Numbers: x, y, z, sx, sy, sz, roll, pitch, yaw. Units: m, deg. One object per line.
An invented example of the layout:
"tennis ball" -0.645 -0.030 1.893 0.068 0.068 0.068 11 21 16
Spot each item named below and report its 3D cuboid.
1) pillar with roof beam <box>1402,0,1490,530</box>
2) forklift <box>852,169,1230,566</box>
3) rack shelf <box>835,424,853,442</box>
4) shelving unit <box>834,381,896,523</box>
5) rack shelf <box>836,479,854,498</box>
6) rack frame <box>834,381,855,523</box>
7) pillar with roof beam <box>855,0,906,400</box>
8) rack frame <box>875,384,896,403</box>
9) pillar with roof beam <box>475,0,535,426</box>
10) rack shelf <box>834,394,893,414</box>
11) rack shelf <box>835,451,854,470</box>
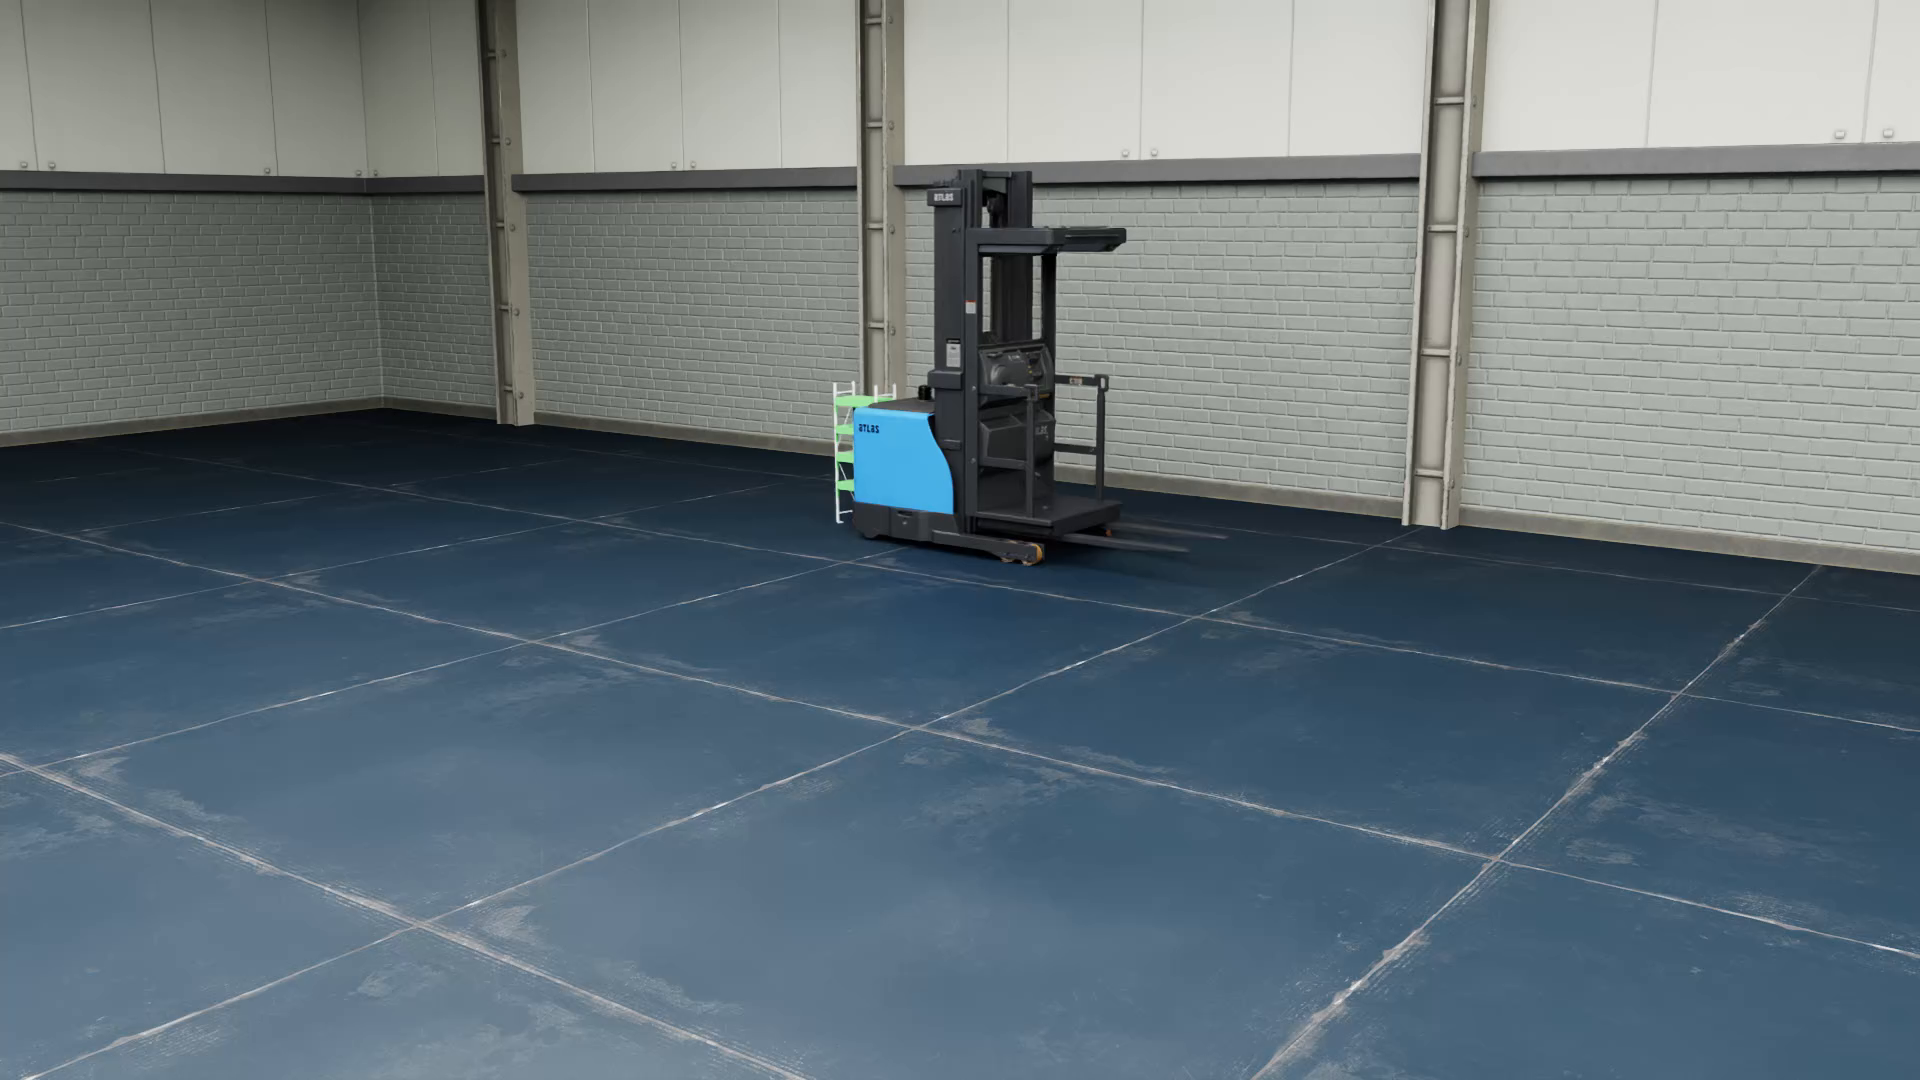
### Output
"pillar with roof beam" 1.474 -3.891 9.953 0.400 9.000 9.100 8 13 36
"forklift" 0.609 -1.360 12.845 3.031 2.935 1.130 8 14 36
"rack shelf" -0.800 -0.899 14.077 0.480 0.148 0.258 9 14 41
"shelving unit" -0.799 -0.726 14.109 0.503 1.200 0.258 9 14 41
"rack shelf" -0.796 -0.427 14.164 0.480 0.148 0.258 9 14 41
"rack frame" -0.981 -0.754 14.269 0.015 1.200 0.240 9 14 41
"pillar with roof beam" -3.362 -4.566 13.440 0.400 9.000 9.100 8 13 36
"rack frame" -0.617 -0.698 13.949 0.015 1.200 0.240 9 14 41
"pillar with roof beam" -8.198 -5.241 16.927 0.400 9.000 9.100 8 13 36
"rack shelf" -0.802 -1.135 14.033 0.480 0.148 0.258 9 14 41
"rack shelf" -0.798 -0.663 14.121 0.480 0.148 0.258 9 14 41
